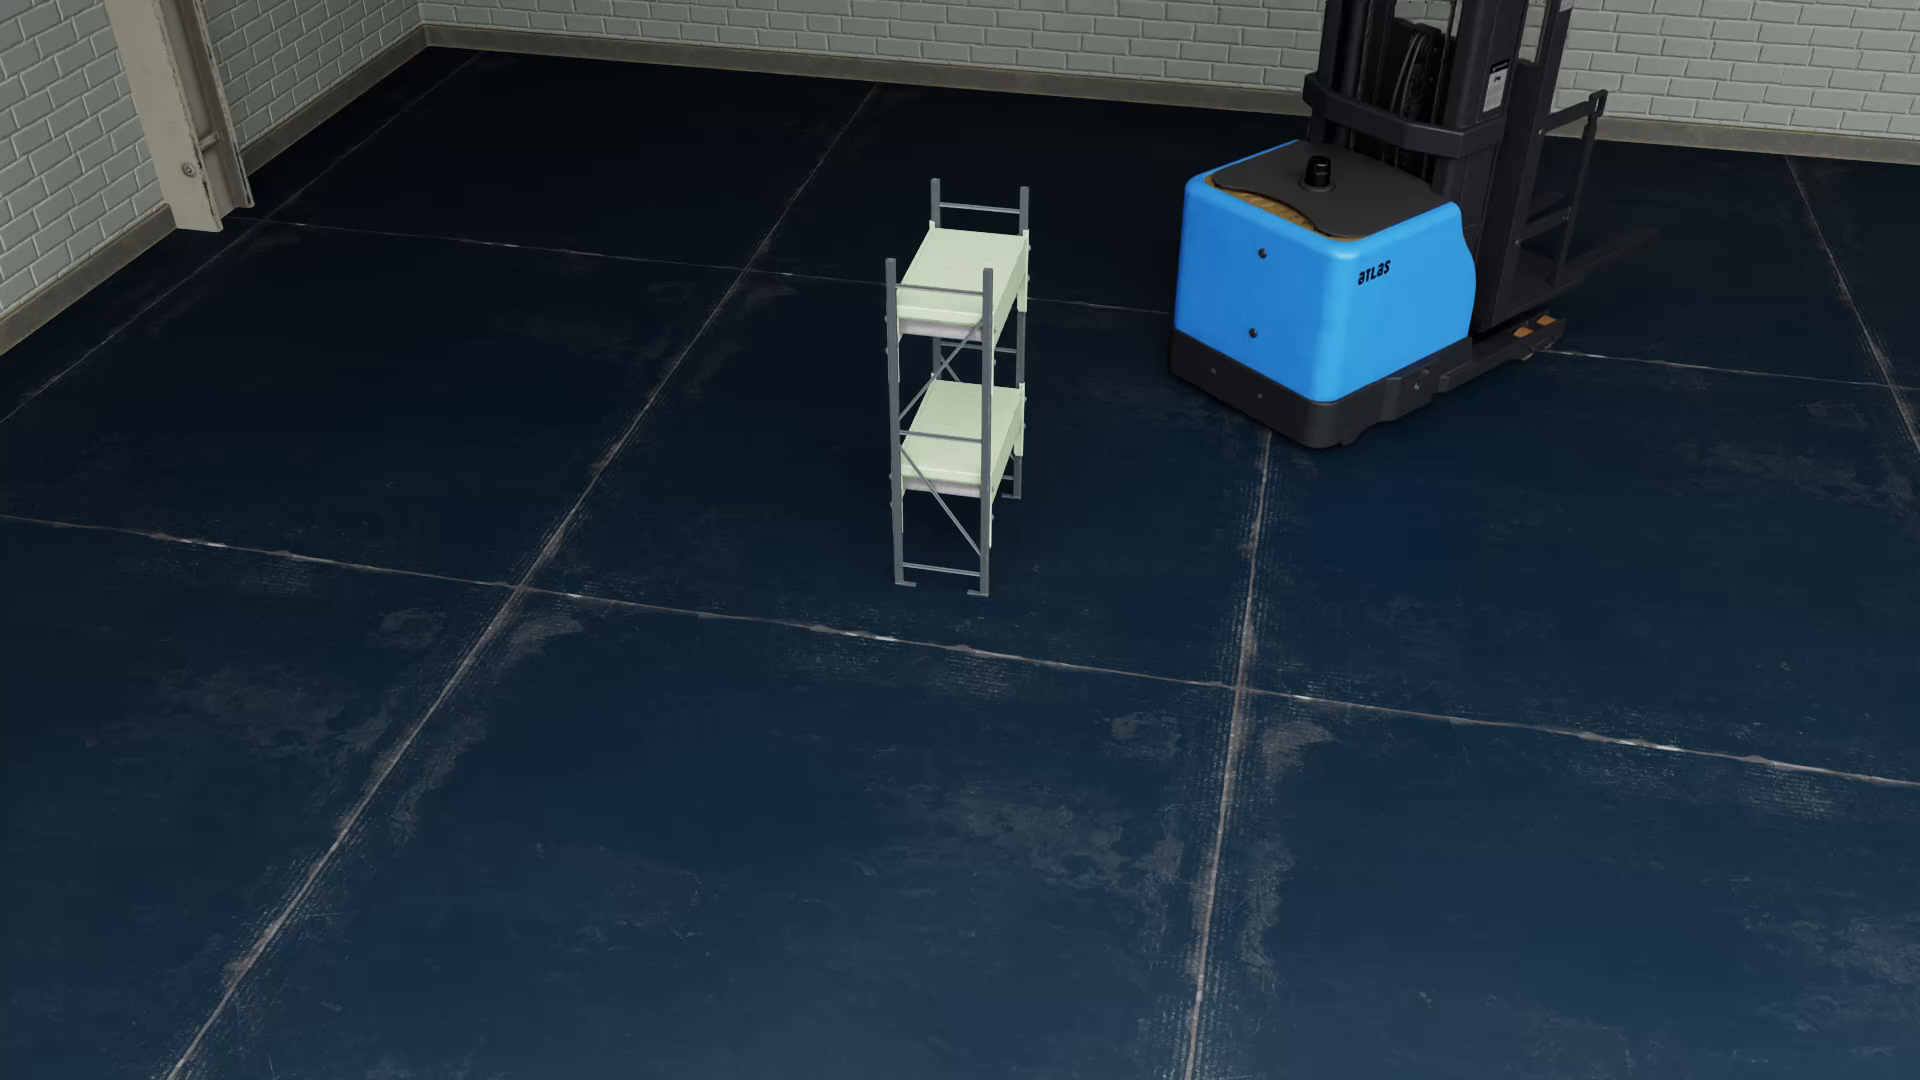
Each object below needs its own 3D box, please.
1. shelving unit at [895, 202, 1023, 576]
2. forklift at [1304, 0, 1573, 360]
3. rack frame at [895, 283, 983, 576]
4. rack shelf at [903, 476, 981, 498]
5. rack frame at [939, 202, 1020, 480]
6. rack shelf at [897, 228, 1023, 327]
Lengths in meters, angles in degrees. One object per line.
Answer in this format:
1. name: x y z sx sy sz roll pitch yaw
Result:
1. shelving unit: 0.000 -0.611 6.815 0.380 1.308 0.742 7 37 10
2. forklift: 2.506 -2.321 7.954 3.031 2.935 1.109 -25 43 -31
3. rack frame: -0.078 -0.401 6.526 0.380 1.308 0.010 7 37 10
4. rack shelf: 0.001 -0.405 6.964 0.332 0.071 0.664 7 37 10
5. rack frame: 0.078 -0.821 7.105 0.380 1.308 0.010 7 37 10
6. rack shelf: 0.001 -1.035 6.508 0.368 0.052 0.686 7 37 10
